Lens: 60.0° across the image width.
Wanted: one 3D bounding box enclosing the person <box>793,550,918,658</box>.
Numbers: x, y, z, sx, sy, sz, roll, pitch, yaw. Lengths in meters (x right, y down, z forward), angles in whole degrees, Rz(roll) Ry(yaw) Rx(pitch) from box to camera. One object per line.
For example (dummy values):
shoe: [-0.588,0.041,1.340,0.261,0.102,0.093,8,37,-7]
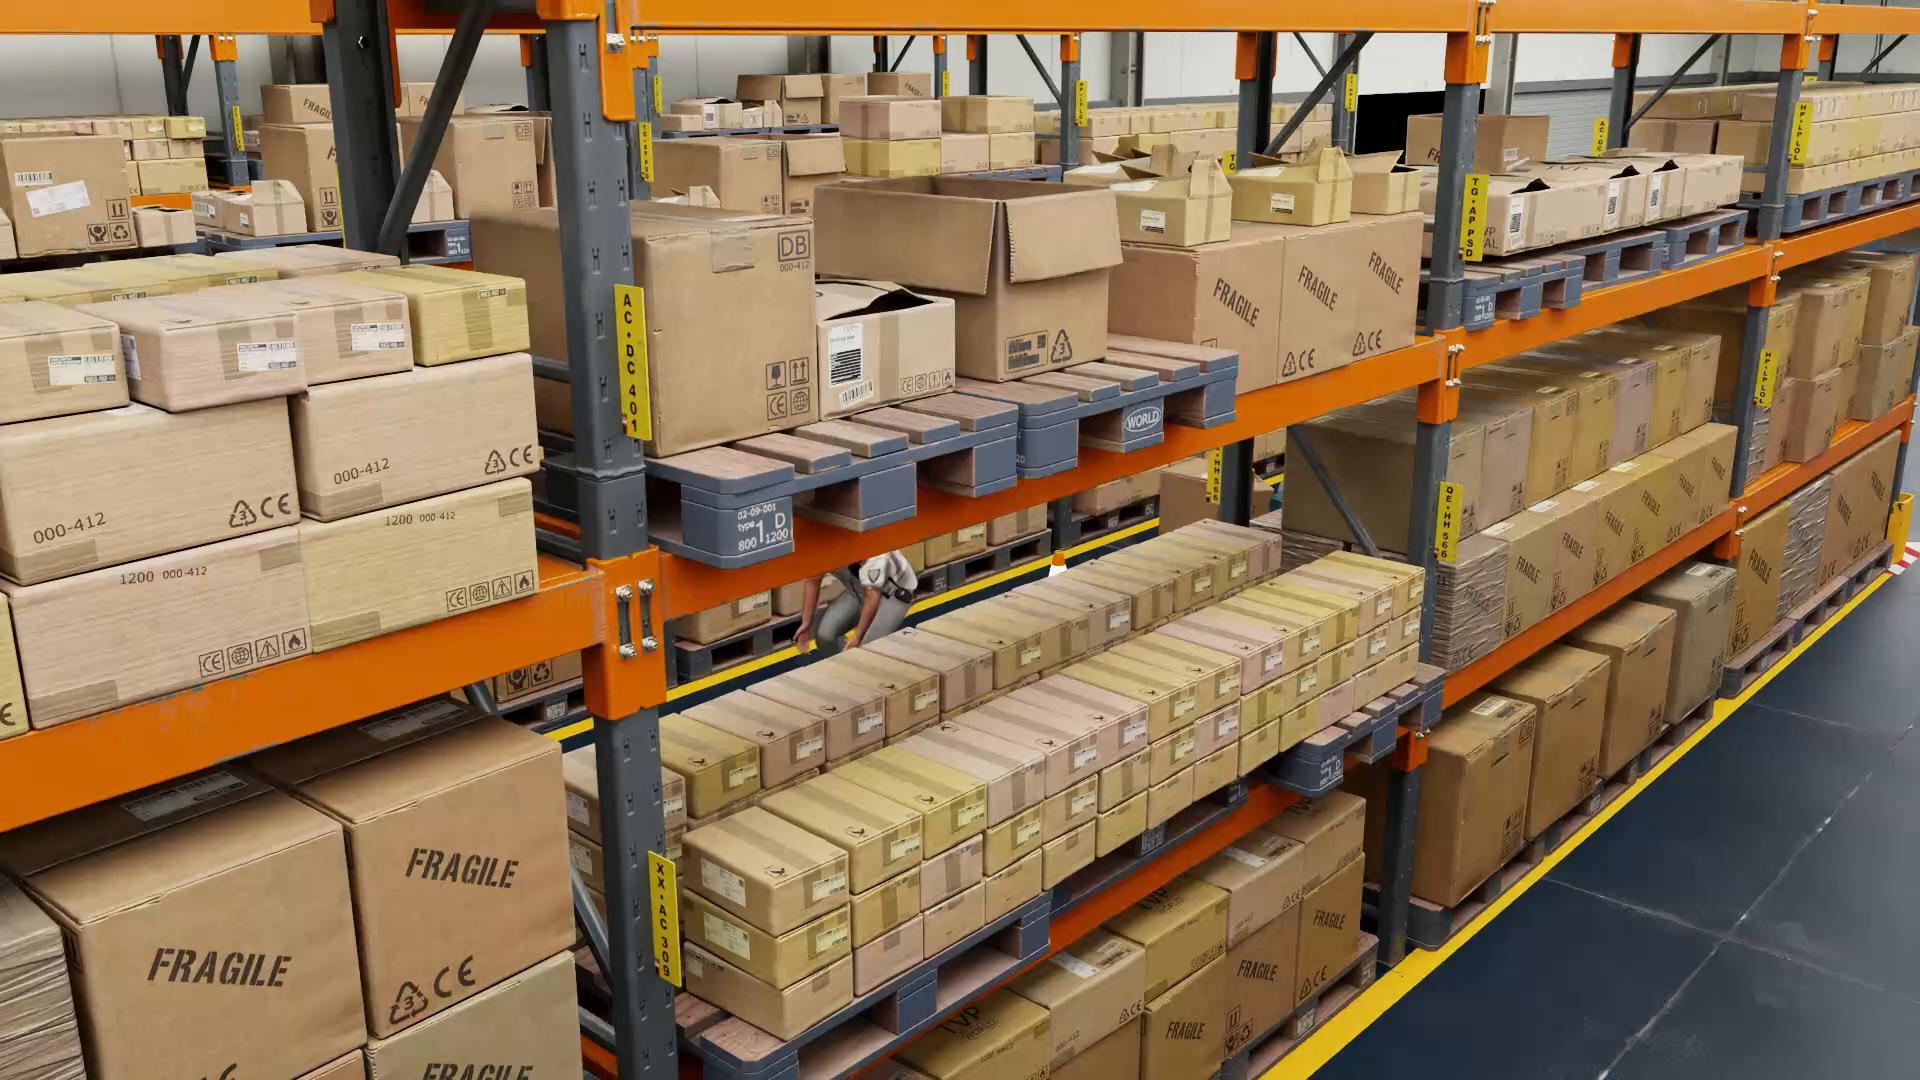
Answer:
person: [-0.617,0.389,10.049,0.586,1.291,0.868,14,22,40]
